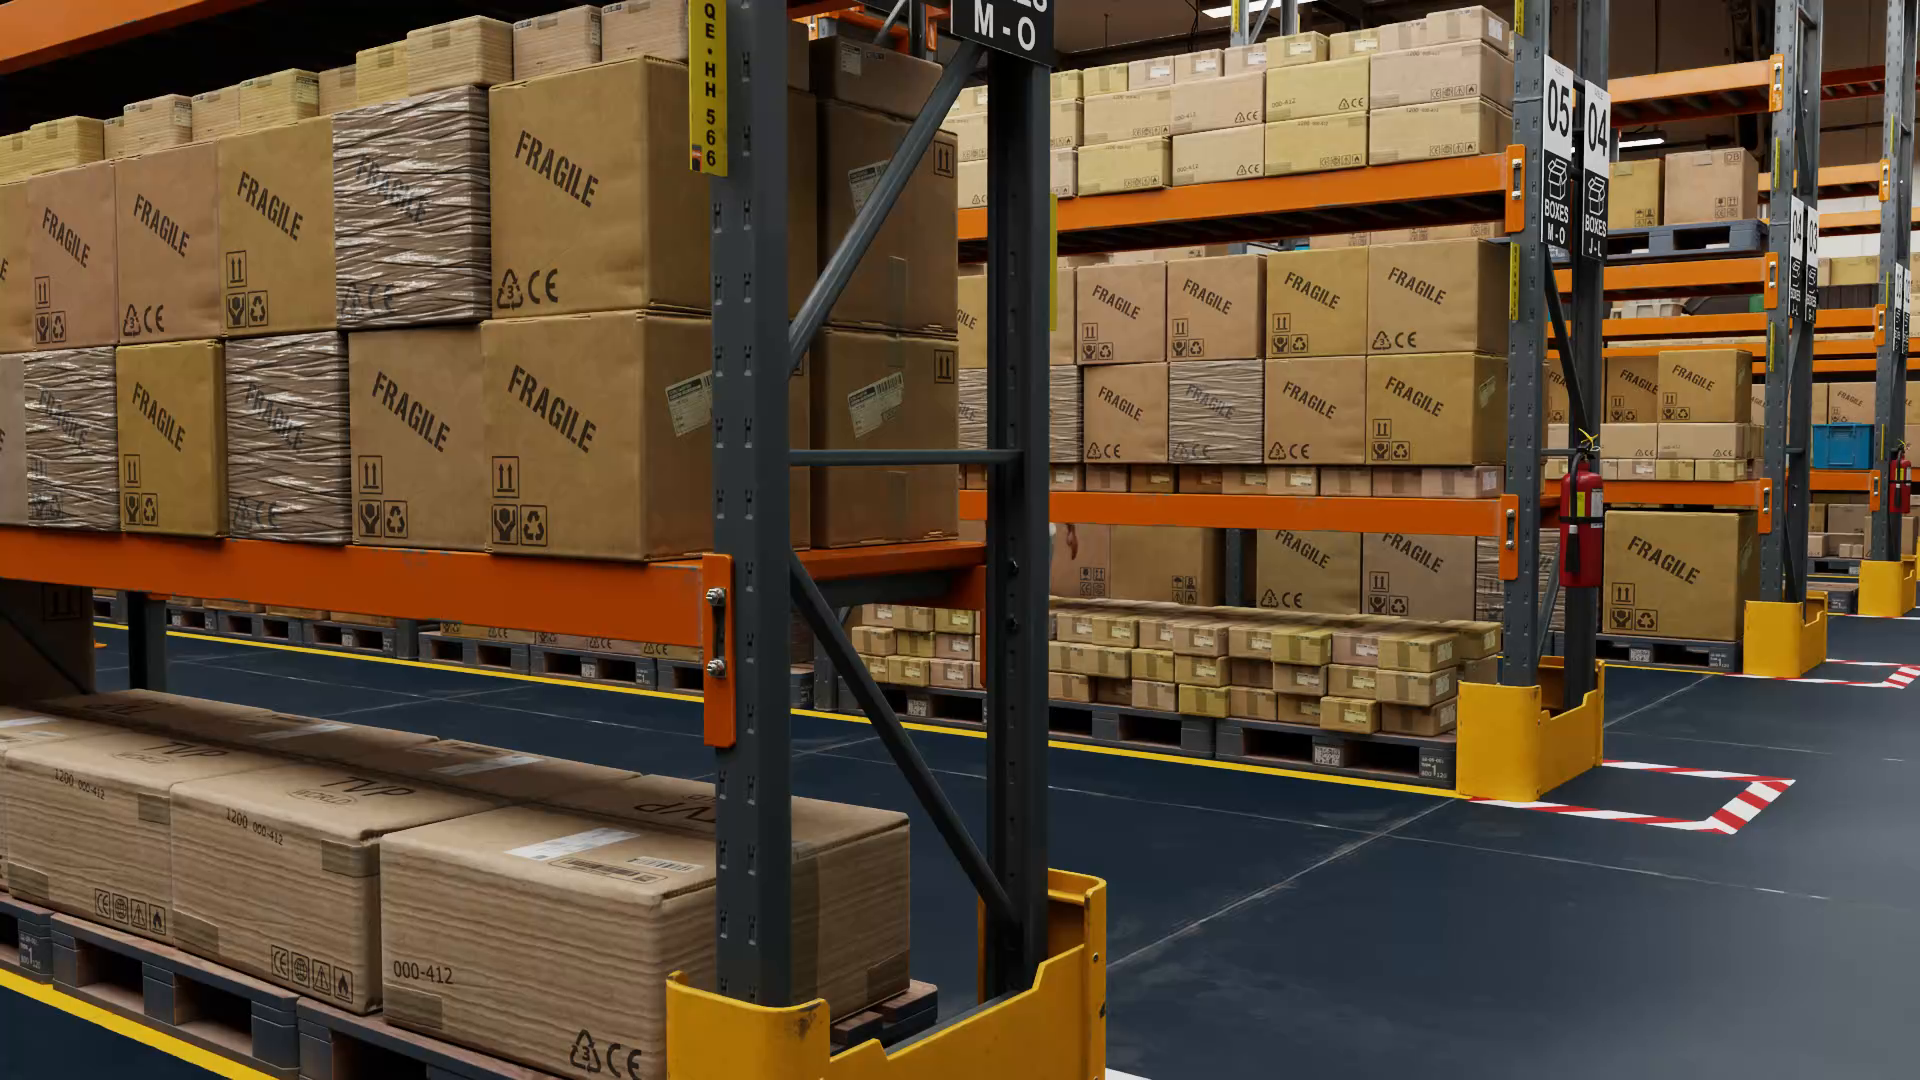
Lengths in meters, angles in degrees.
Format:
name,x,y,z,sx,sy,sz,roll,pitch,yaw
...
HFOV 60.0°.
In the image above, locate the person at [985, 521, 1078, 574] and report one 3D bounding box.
name,x,y,z,sx,sy,sz,roll,pitch,yaw
person,0.506,0.000,11.901,0.621,1.810,0.581,-1,3,-20
